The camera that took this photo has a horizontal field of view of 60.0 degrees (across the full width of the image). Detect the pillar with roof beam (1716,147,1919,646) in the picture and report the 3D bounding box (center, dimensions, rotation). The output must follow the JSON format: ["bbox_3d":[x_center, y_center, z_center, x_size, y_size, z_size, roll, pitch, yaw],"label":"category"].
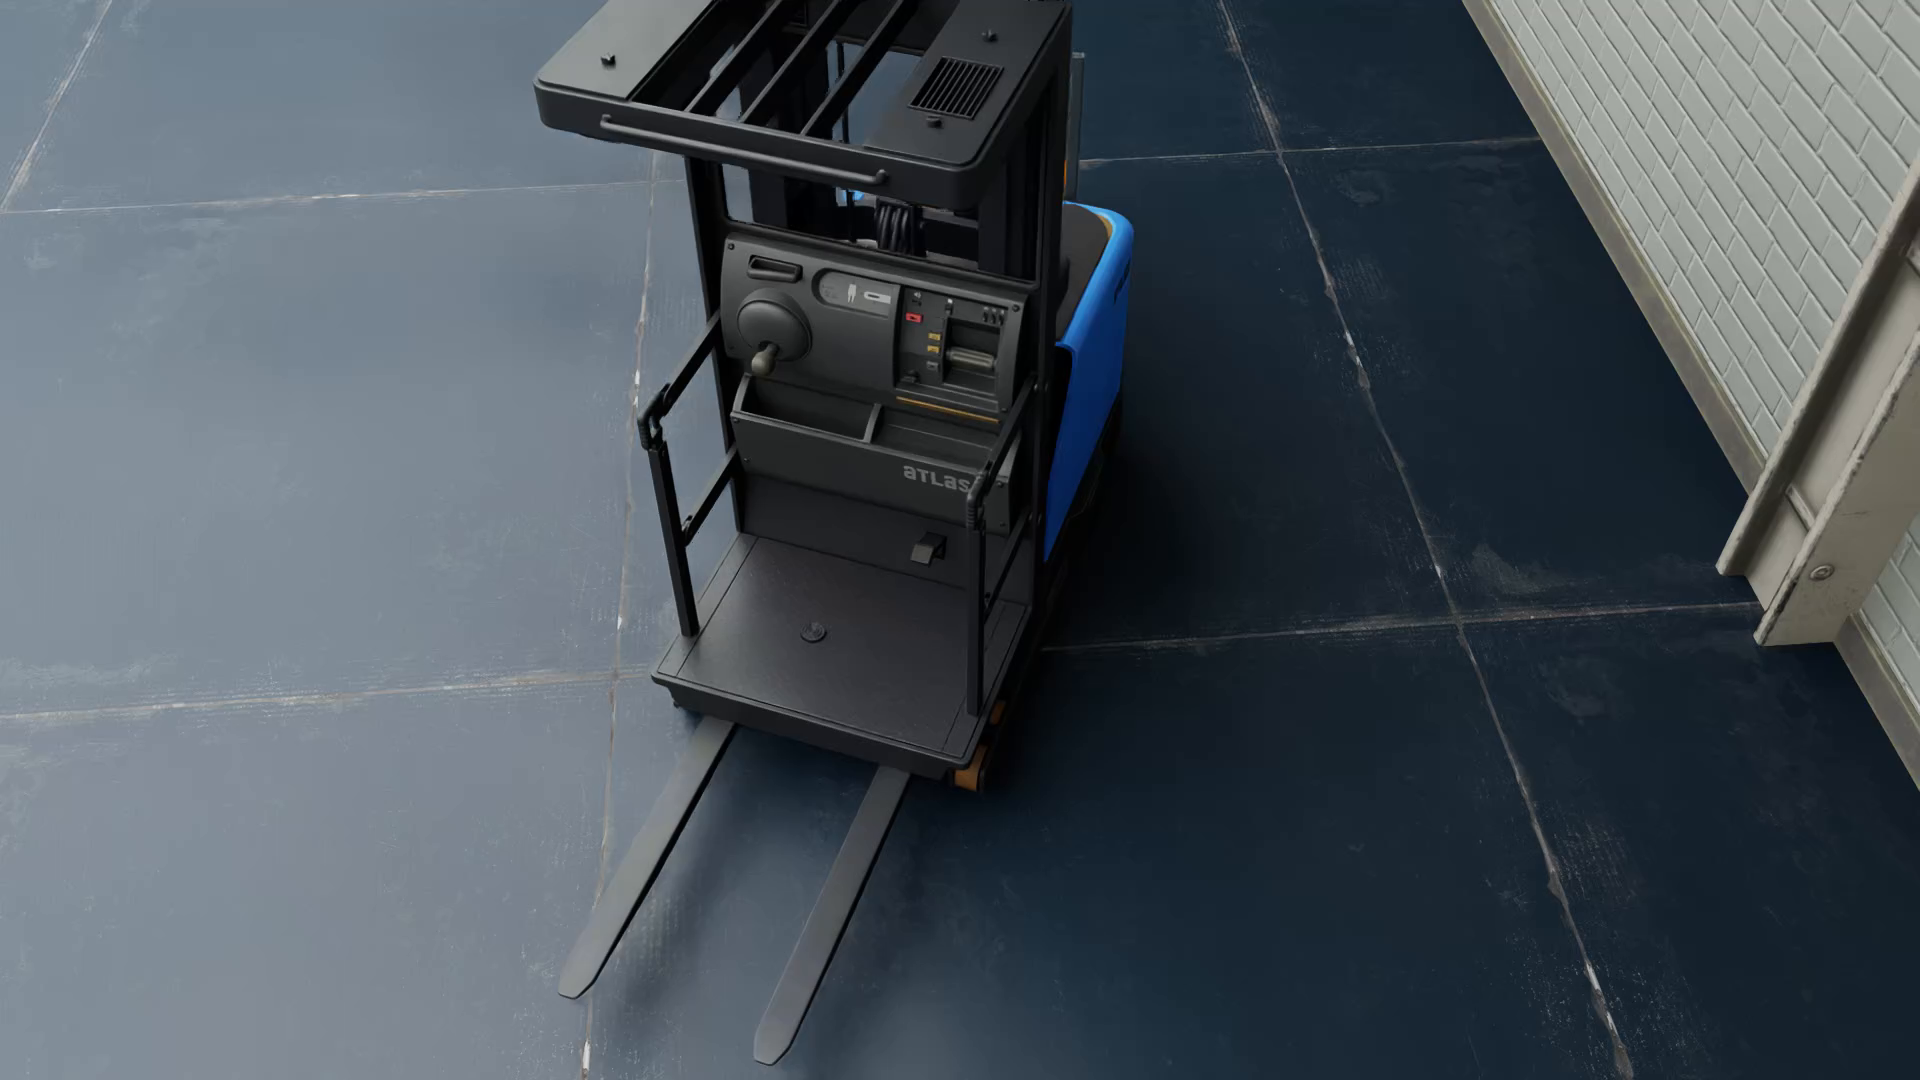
[{"bbox_3d":[-1.321,-2.610,2.524,9.100,9.000,0.400,-3,47,-3],"label":"pillar with roof beam"}]

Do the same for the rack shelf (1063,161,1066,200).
[{"bbox_3d":[0.183,-1.416,6.806,0.538,0.185,1.000,0,47,0],"label":"rack shelf"}]

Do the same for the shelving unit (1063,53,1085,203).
[{"bbox_3d":[0.183,-1.533,6.669,0.587,1.500,1.083,0,47,0],"label":"shelving unit"}]

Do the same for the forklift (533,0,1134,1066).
[{"bbox_3d":[-0.334,-0.526,4.729,1.130,2.935,3.031,14,48,13],"label":"forklift"}]

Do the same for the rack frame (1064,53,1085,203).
[{"bbox_3d":[0.184,-1.170,6.325,0.500,1.500,0.032,0,47,0],"label":"rack frame"}]
